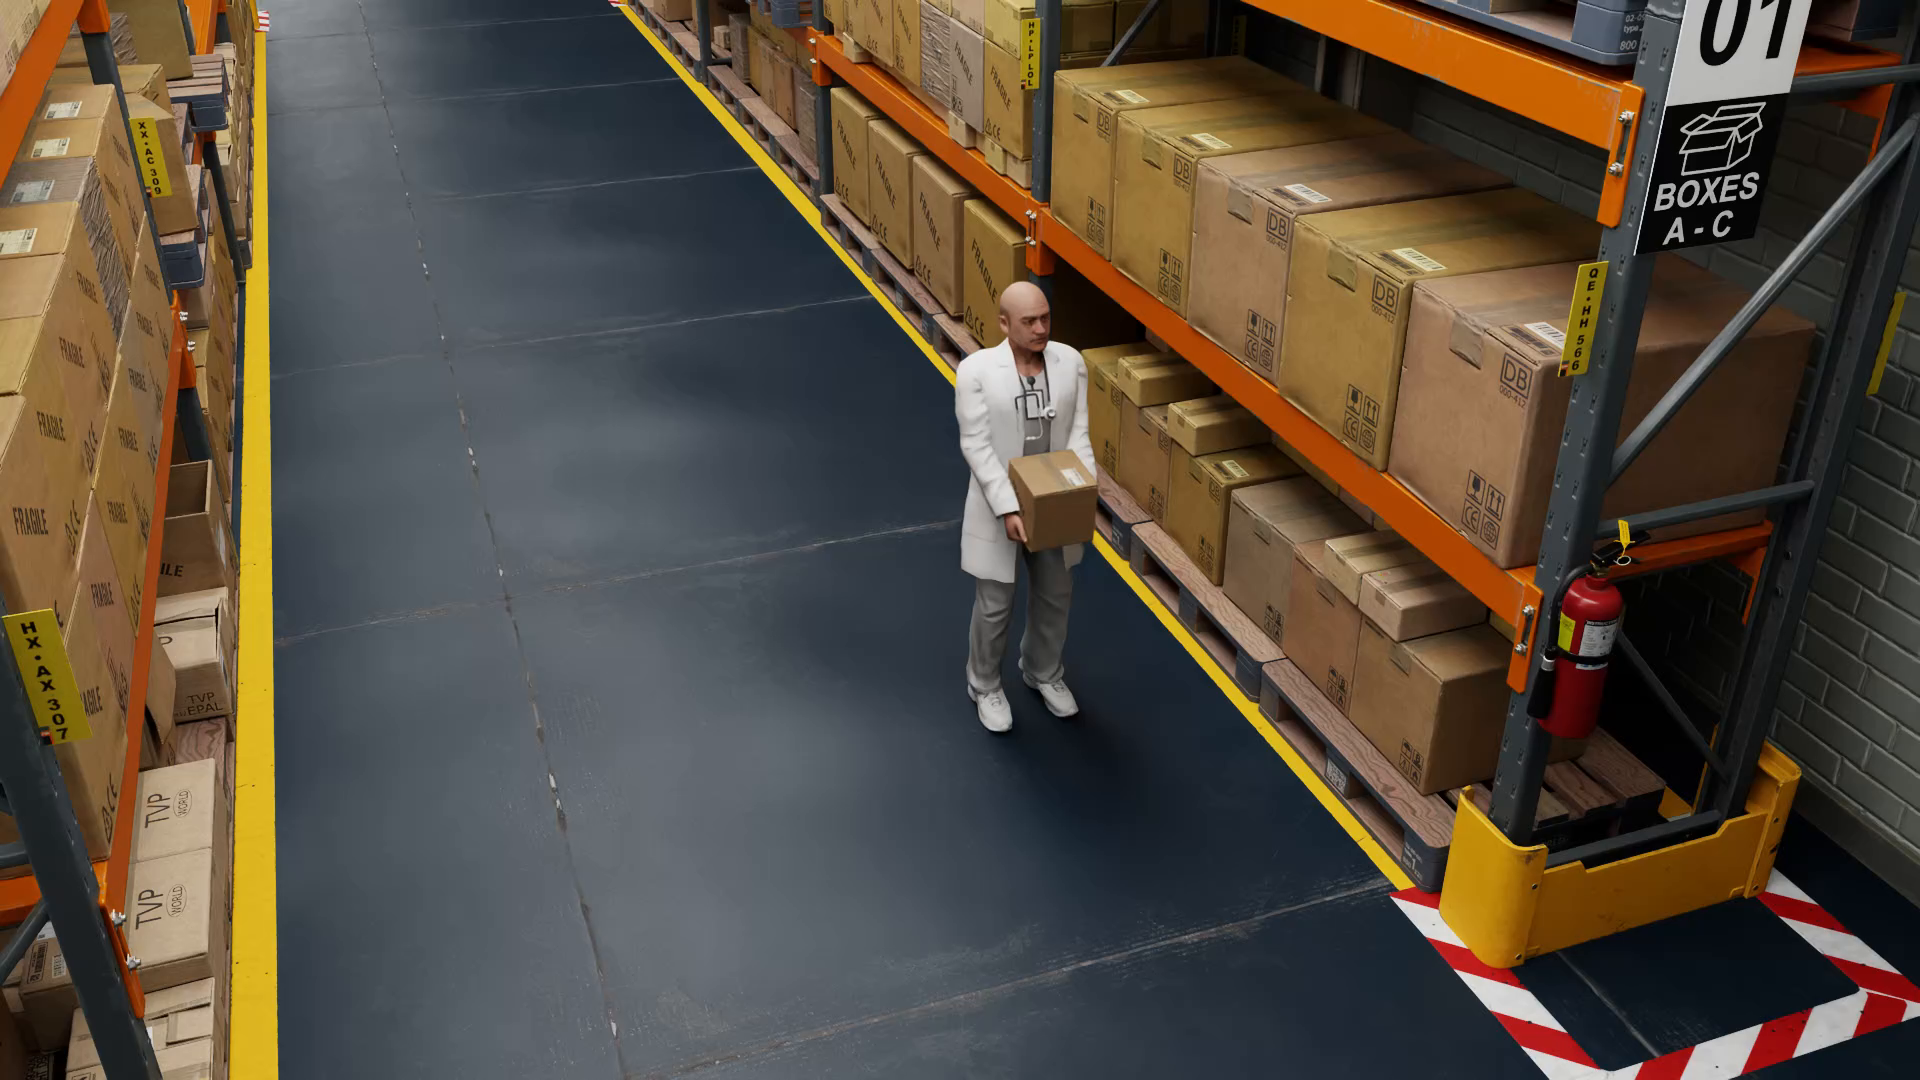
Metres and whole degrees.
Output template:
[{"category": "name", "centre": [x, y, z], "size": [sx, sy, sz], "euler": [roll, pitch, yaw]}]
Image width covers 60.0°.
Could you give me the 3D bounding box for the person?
[{"category": "person", "centre": [0.276, -0.075, 6.280], "size": [0.527, 1.776, 0.545], "euler": [-10, 31, -17]}]
